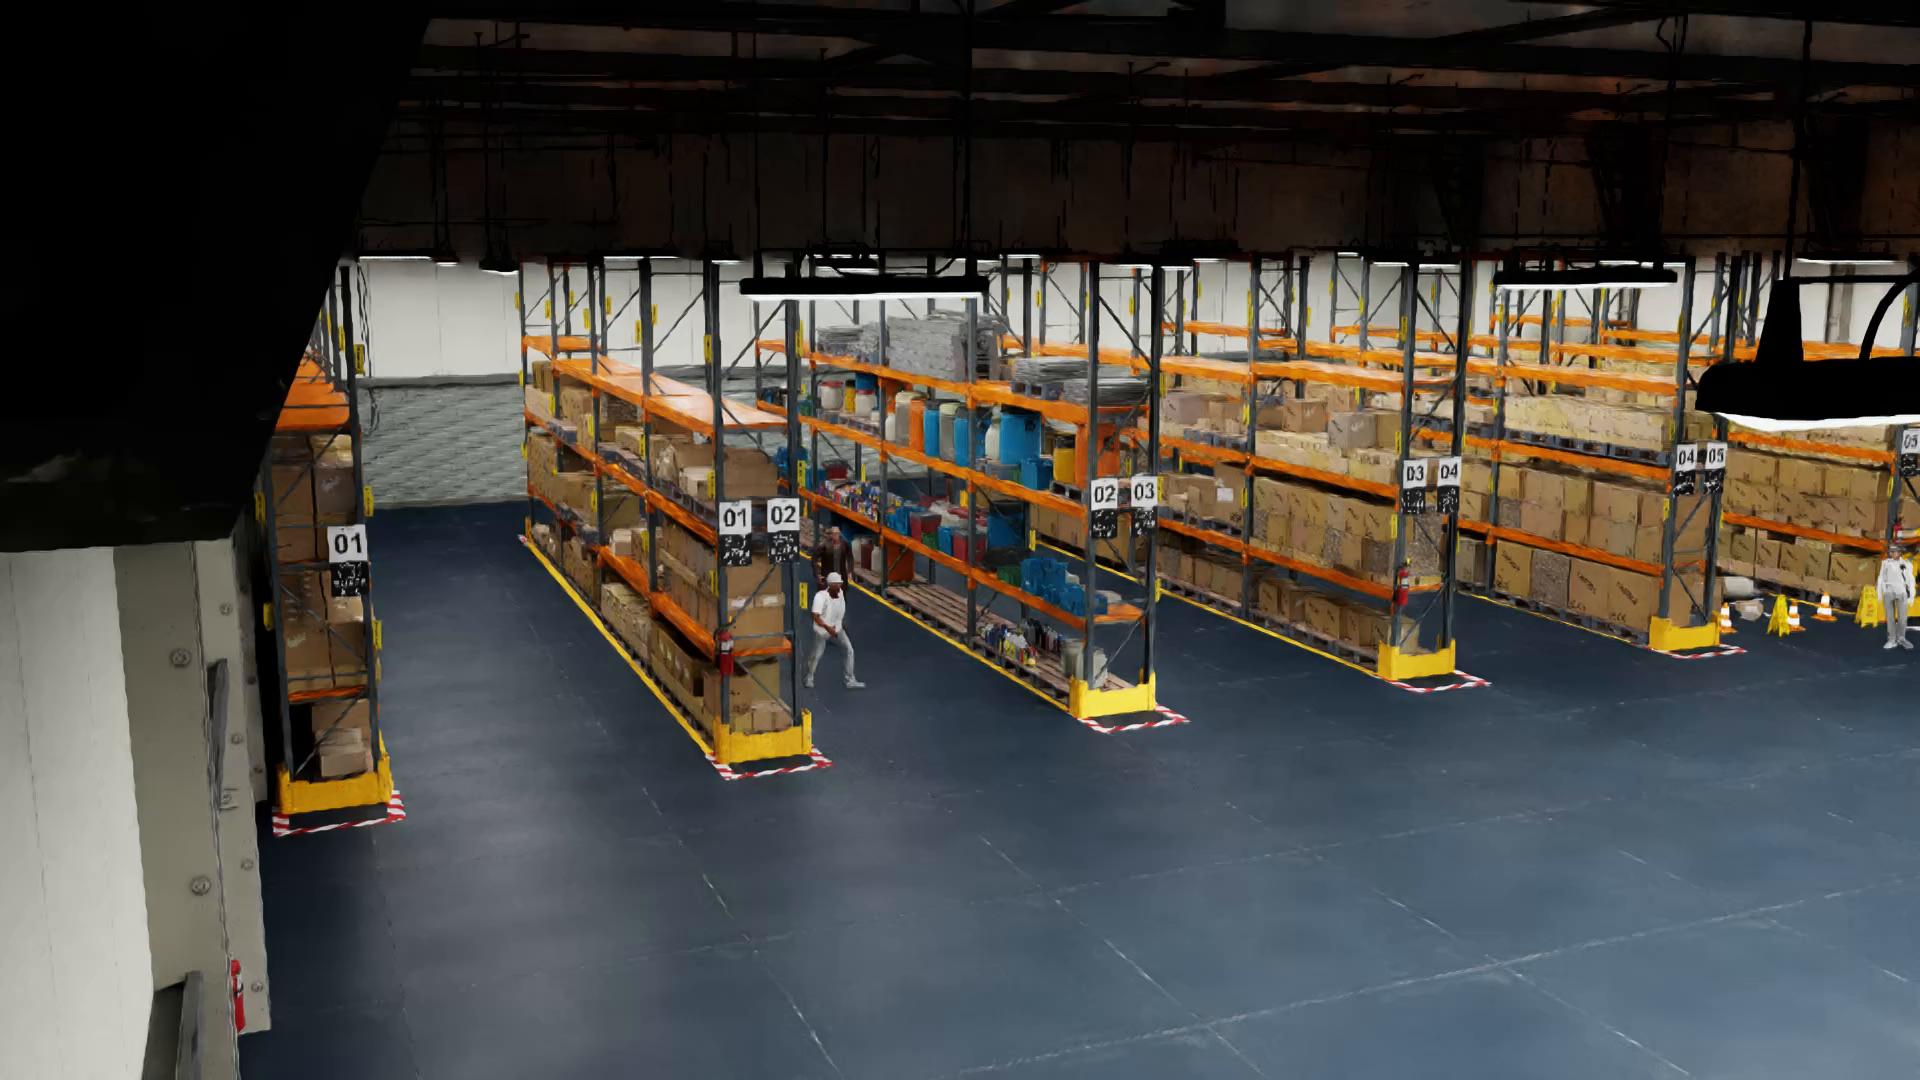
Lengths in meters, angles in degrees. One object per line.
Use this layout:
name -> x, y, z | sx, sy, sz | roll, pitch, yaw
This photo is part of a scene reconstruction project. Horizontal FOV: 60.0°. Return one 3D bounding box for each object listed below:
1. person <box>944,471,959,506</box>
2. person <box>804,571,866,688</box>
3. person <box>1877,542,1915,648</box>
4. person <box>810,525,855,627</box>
person -> -0.240, -1.209, 36.982 | 0.545, 1.652, 0.574 | 1, 10, 6
person -> -1.838, 1.257, 23.387 | 0.711, 1.695, 0.815 | -9, 14, -41
person -> 14.487, 0.848, 25.714 | 0.577, 1.670, 0.396 | 8, 13, 39
person -> -2.074, 0.597, 26.990 | 0.729, 1.733, 0.546 | -5, 11, -24
